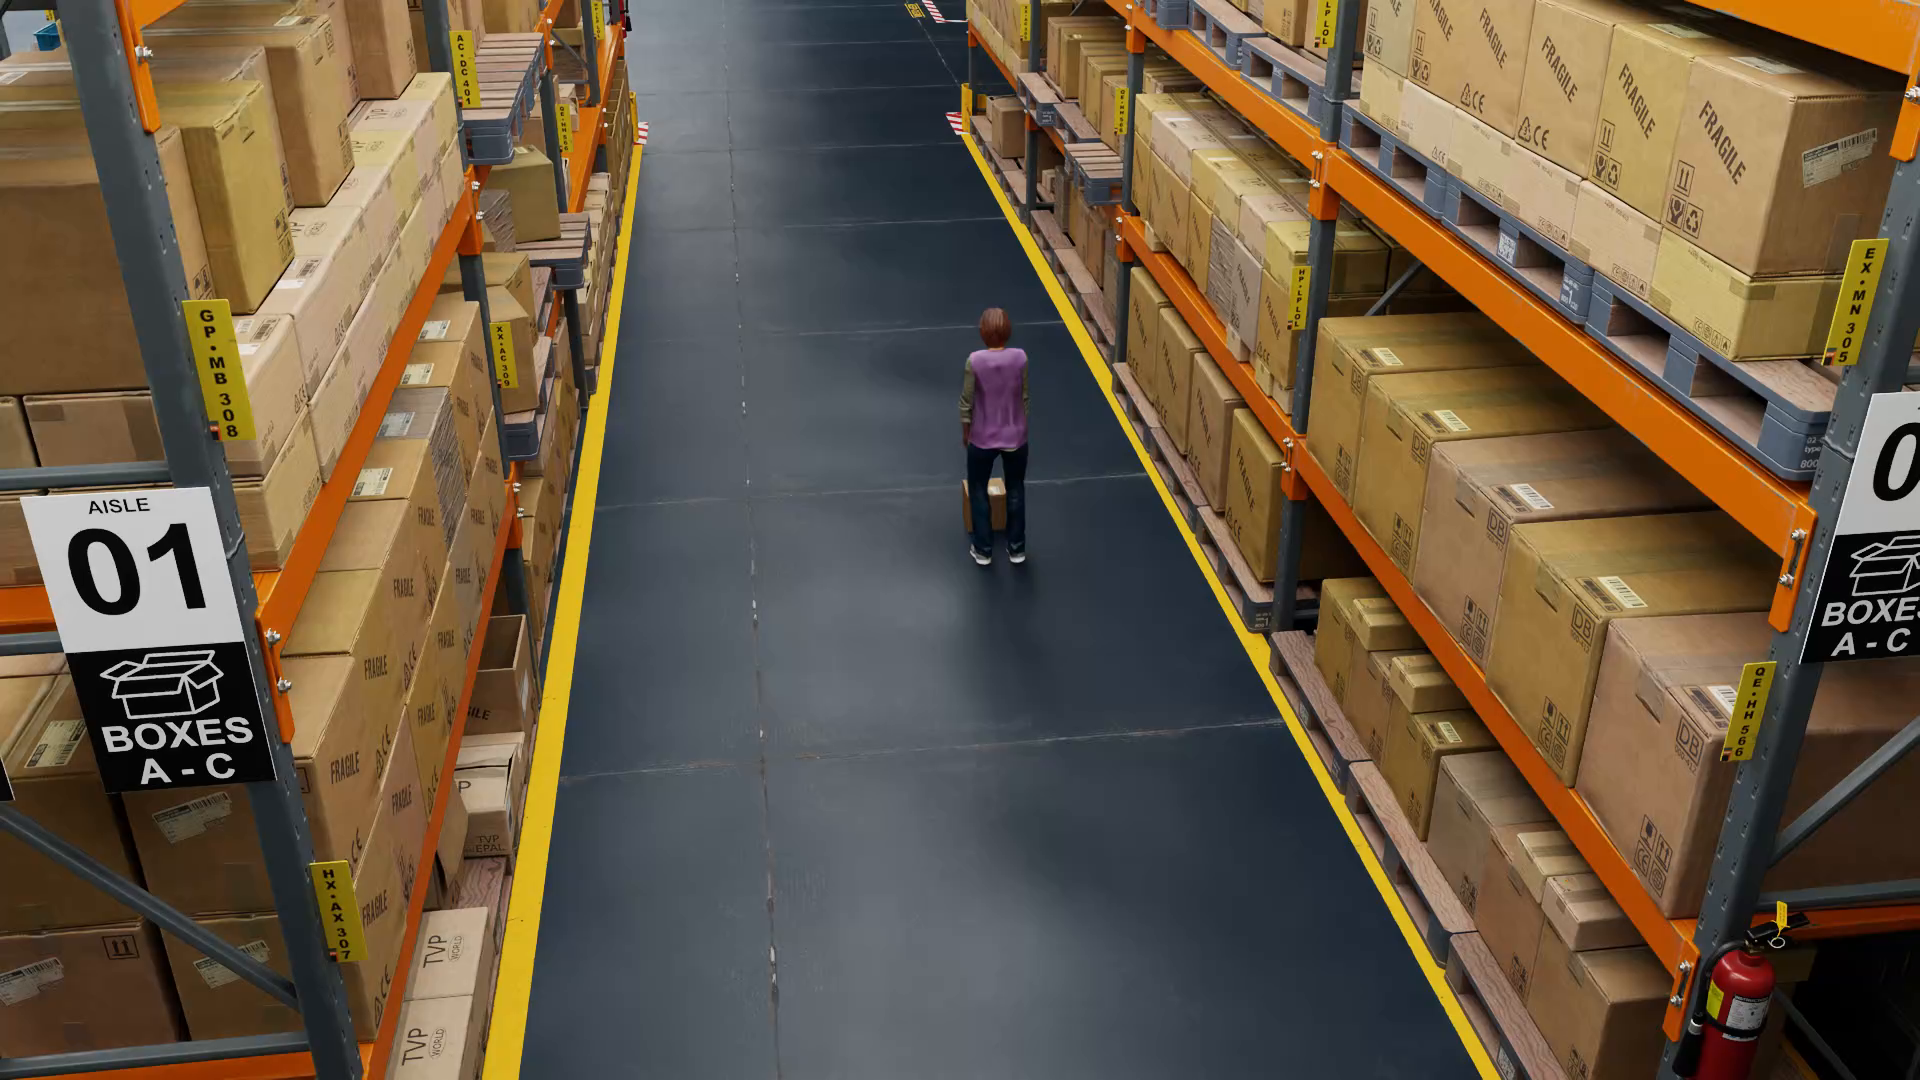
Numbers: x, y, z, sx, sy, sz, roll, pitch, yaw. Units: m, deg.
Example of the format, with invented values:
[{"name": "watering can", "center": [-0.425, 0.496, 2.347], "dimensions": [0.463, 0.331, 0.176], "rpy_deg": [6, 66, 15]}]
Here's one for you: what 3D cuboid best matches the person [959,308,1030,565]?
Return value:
[{"name": "person", "center": [0.202, -0.581, 9.792], "dimensions": [0.417, 1.562, 0.341], "rpy_deg": [-3, 28, -6]}]
